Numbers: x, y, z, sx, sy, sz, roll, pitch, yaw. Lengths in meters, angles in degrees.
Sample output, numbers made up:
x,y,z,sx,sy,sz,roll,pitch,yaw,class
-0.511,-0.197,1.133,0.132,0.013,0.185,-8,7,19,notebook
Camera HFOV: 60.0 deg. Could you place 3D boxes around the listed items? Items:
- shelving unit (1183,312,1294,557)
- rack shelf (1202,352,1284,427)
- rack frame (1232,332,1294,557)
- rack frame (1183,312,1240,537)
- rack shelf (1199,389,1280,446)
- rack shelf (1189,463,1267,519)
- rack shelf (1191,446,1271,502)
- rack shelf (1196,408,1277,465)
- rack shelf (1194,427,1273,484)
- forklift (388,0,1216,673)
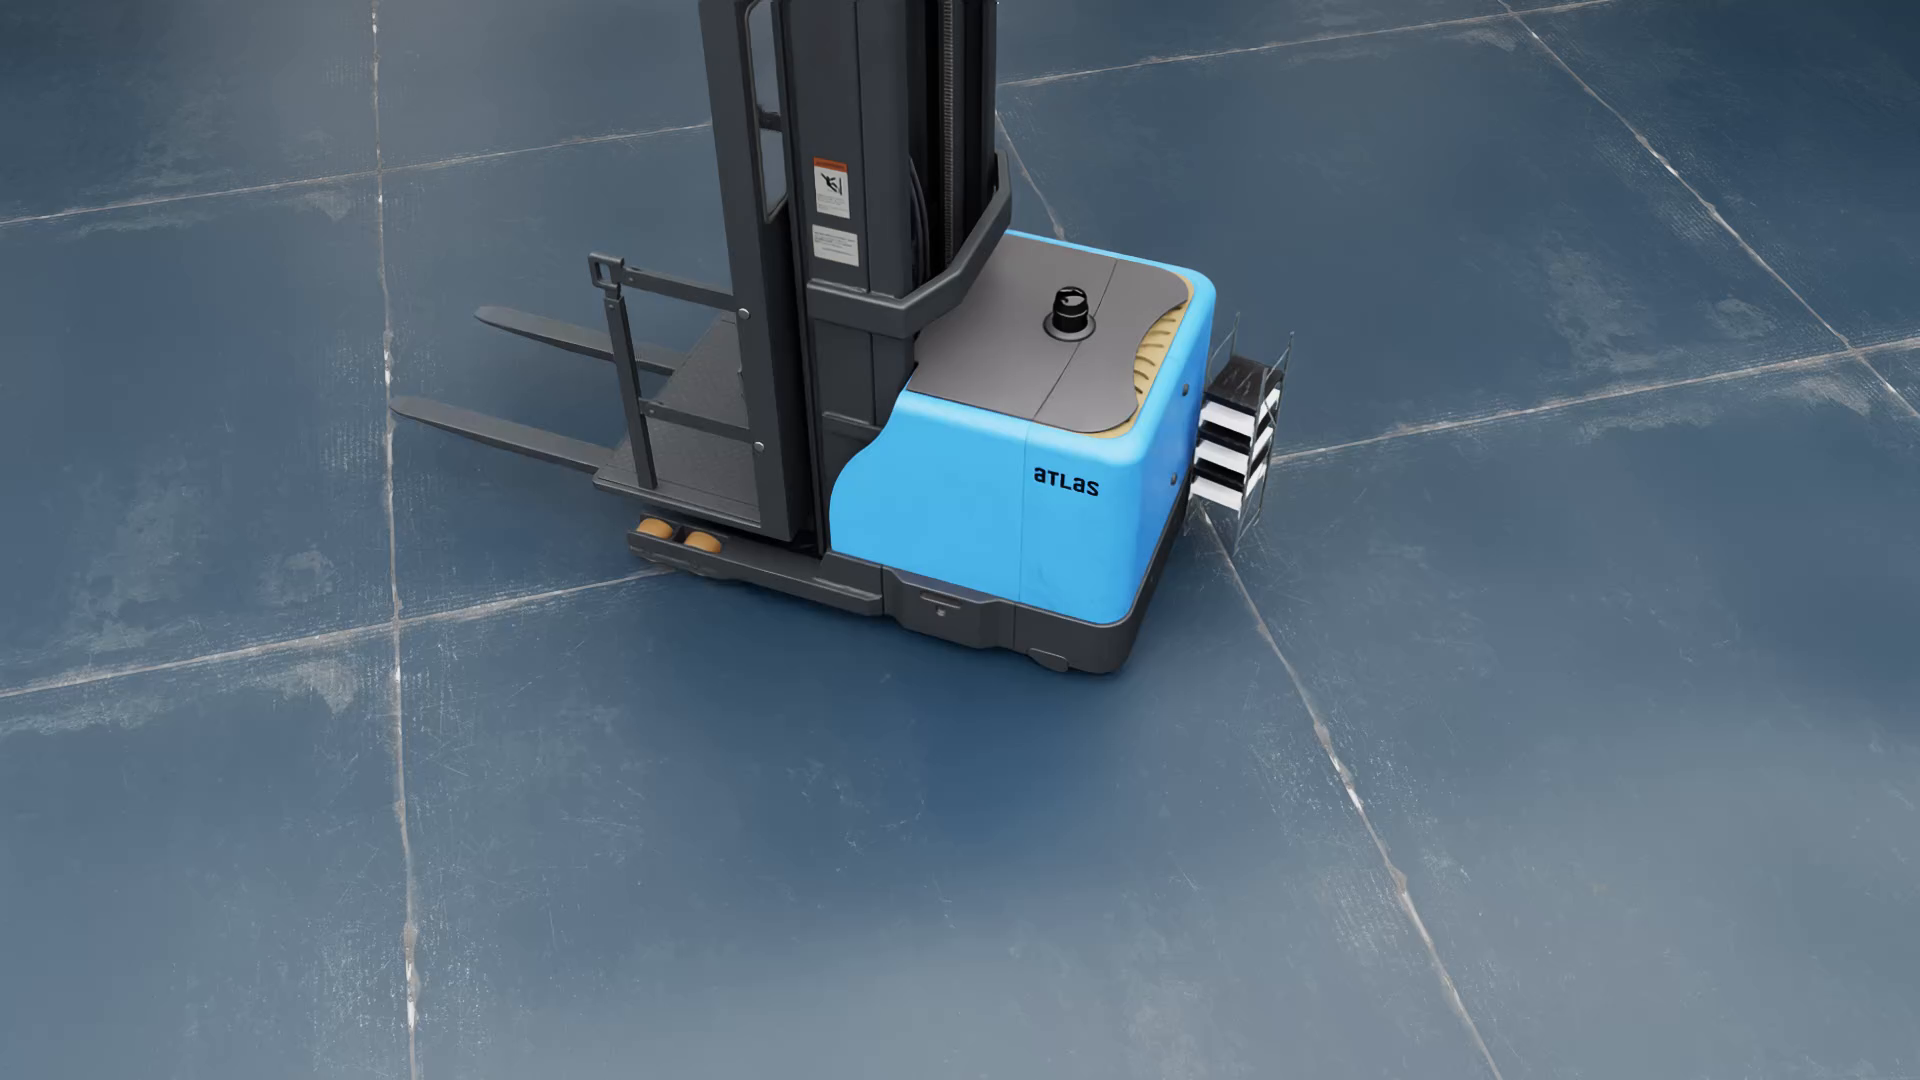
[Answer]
x,y,z,sx,sy,sz,roll,pitch,yaw,class
0.991,-0.363,5.975,0.210,0.900,0.258,24,50,21,shelving unit
0.991,-0.528,5.806,0.200,0.077,0.258,24,50,21,rack shelf
1.078,-0.325,5.938,0.006,0.900,0.240,24,50,21,rack frame
0.905,-0.400,6.012,0.006,0.900,0.240,24,50,21,rack frame
0.991,-0.465,5.871,0.200,0.077,0.258,24,50,21,rack shelf
0.991,-0.213,6.128,0.200,0.077,0.258,24,50,21,rack shelf
0.991,-0.276,6.063,0.200,0.077,0.258,24,50,21,rack shelf
0.991,-0.402,5.935,0.200,0.077,0.258,24,50,21,rack shelf
0.991,-0.339,5.999,0.200,0.077,0.258,24,50,21,rack shelf
-0.689,-1.230,5.403,3.031,2.935,1.130,15,48,14,forklift
